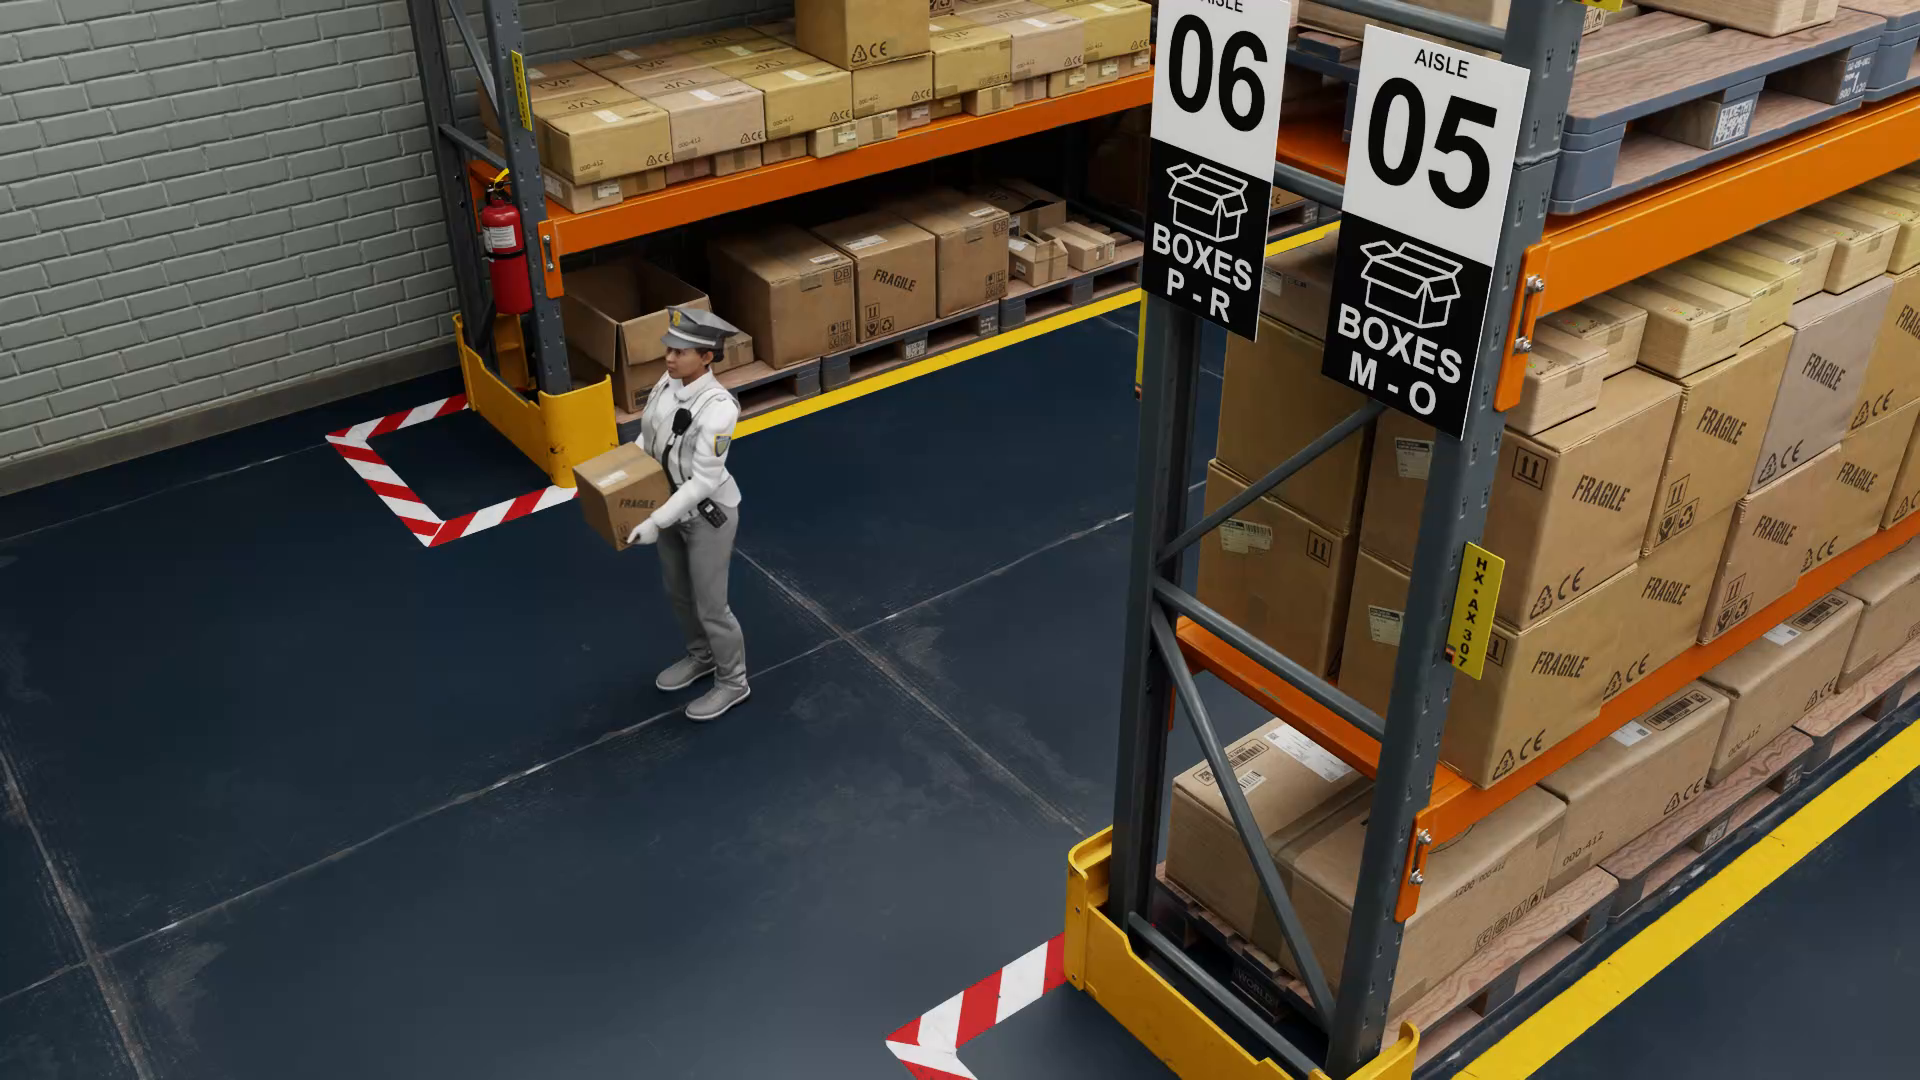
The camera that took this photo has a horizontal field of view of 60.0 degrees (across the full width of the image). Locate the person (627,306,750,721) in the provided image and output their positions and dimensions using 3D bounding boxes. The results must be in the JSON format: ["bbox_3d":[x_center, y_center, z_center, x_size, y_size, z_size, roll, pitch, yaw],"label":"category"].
[{"bbox_3d":[-1.056,-0.085,6.245,0.555,1.687,0.461,-22,39,-31],"label":"person"}]
